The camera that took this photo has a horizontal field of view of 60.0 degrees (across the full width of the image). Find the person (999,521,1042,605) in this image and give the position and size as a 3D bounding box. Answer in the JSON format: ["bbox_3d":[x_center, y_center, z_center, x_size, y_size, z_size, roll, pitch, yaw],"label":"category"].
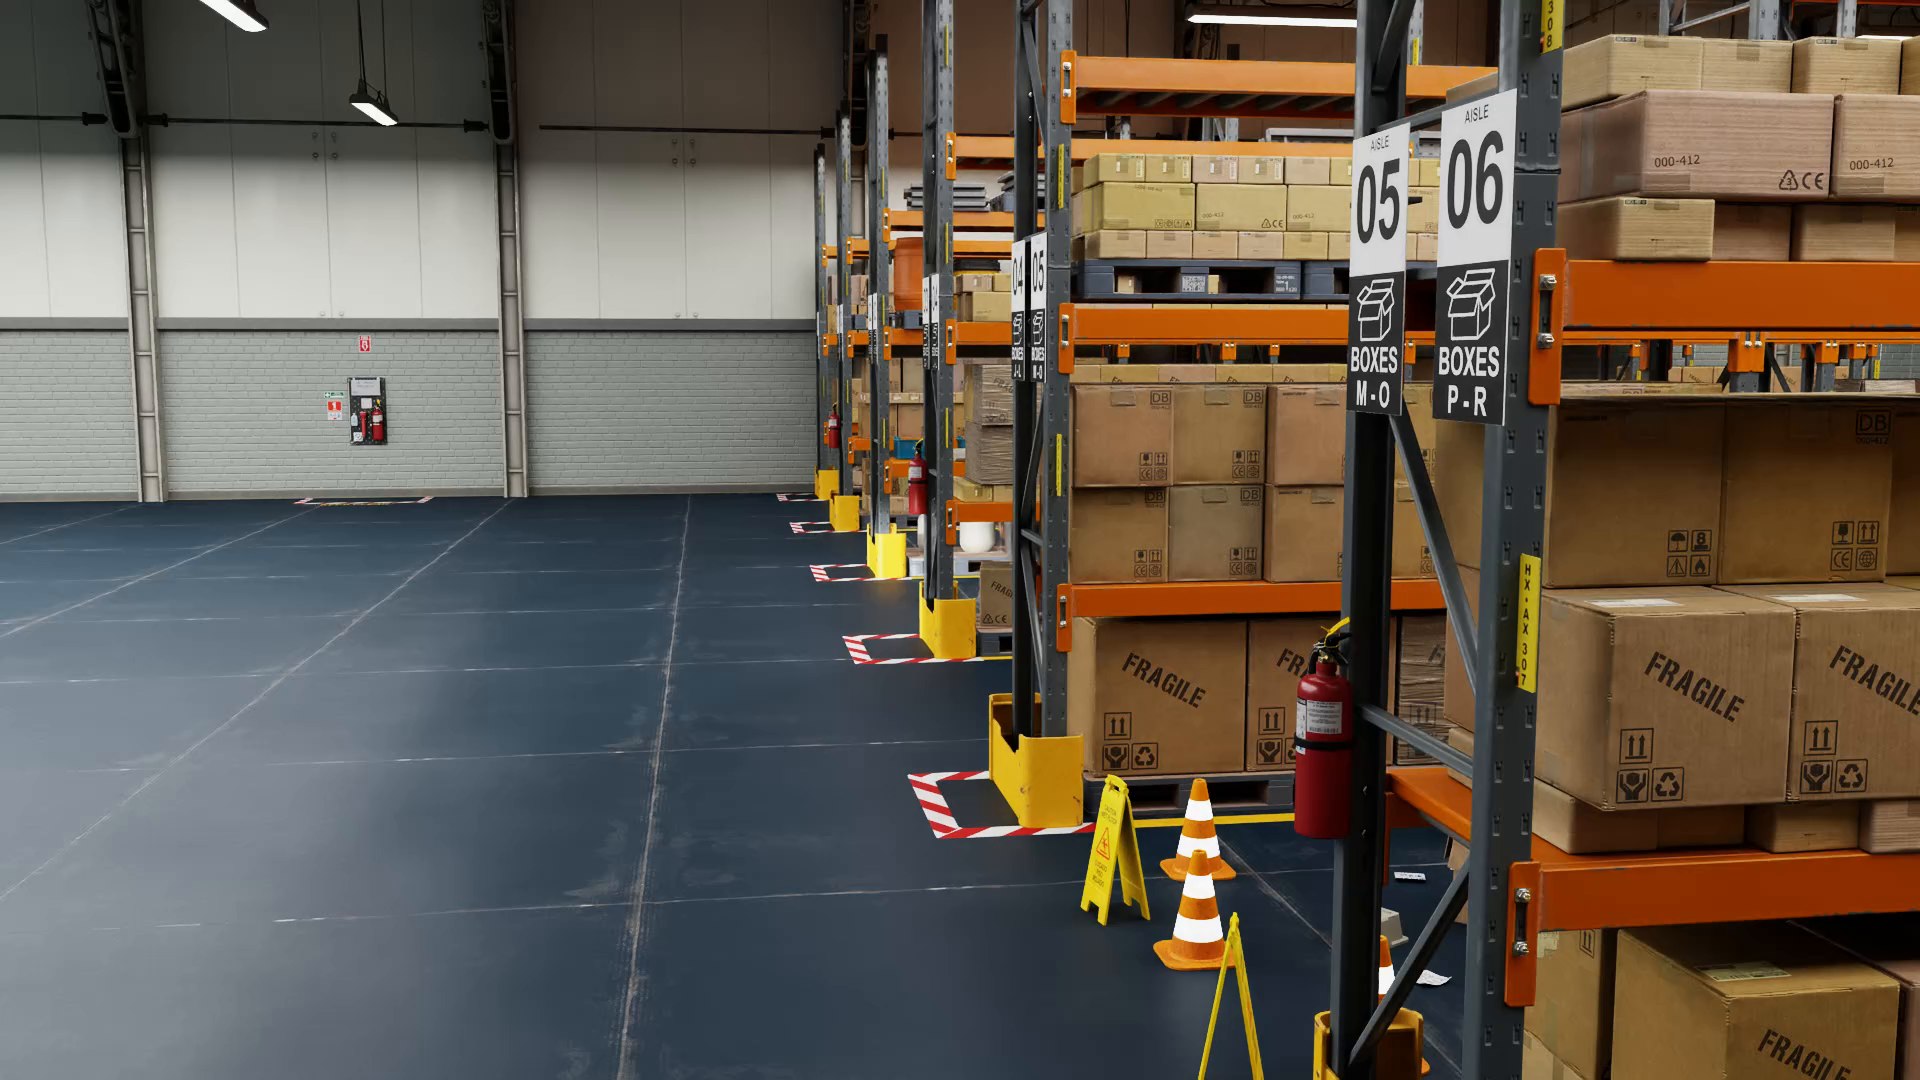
[{"bbox_3d":[0.640,-0.147,16.594,0.606,1.663,0.372,-1,7,-9],"label":"person"}]
